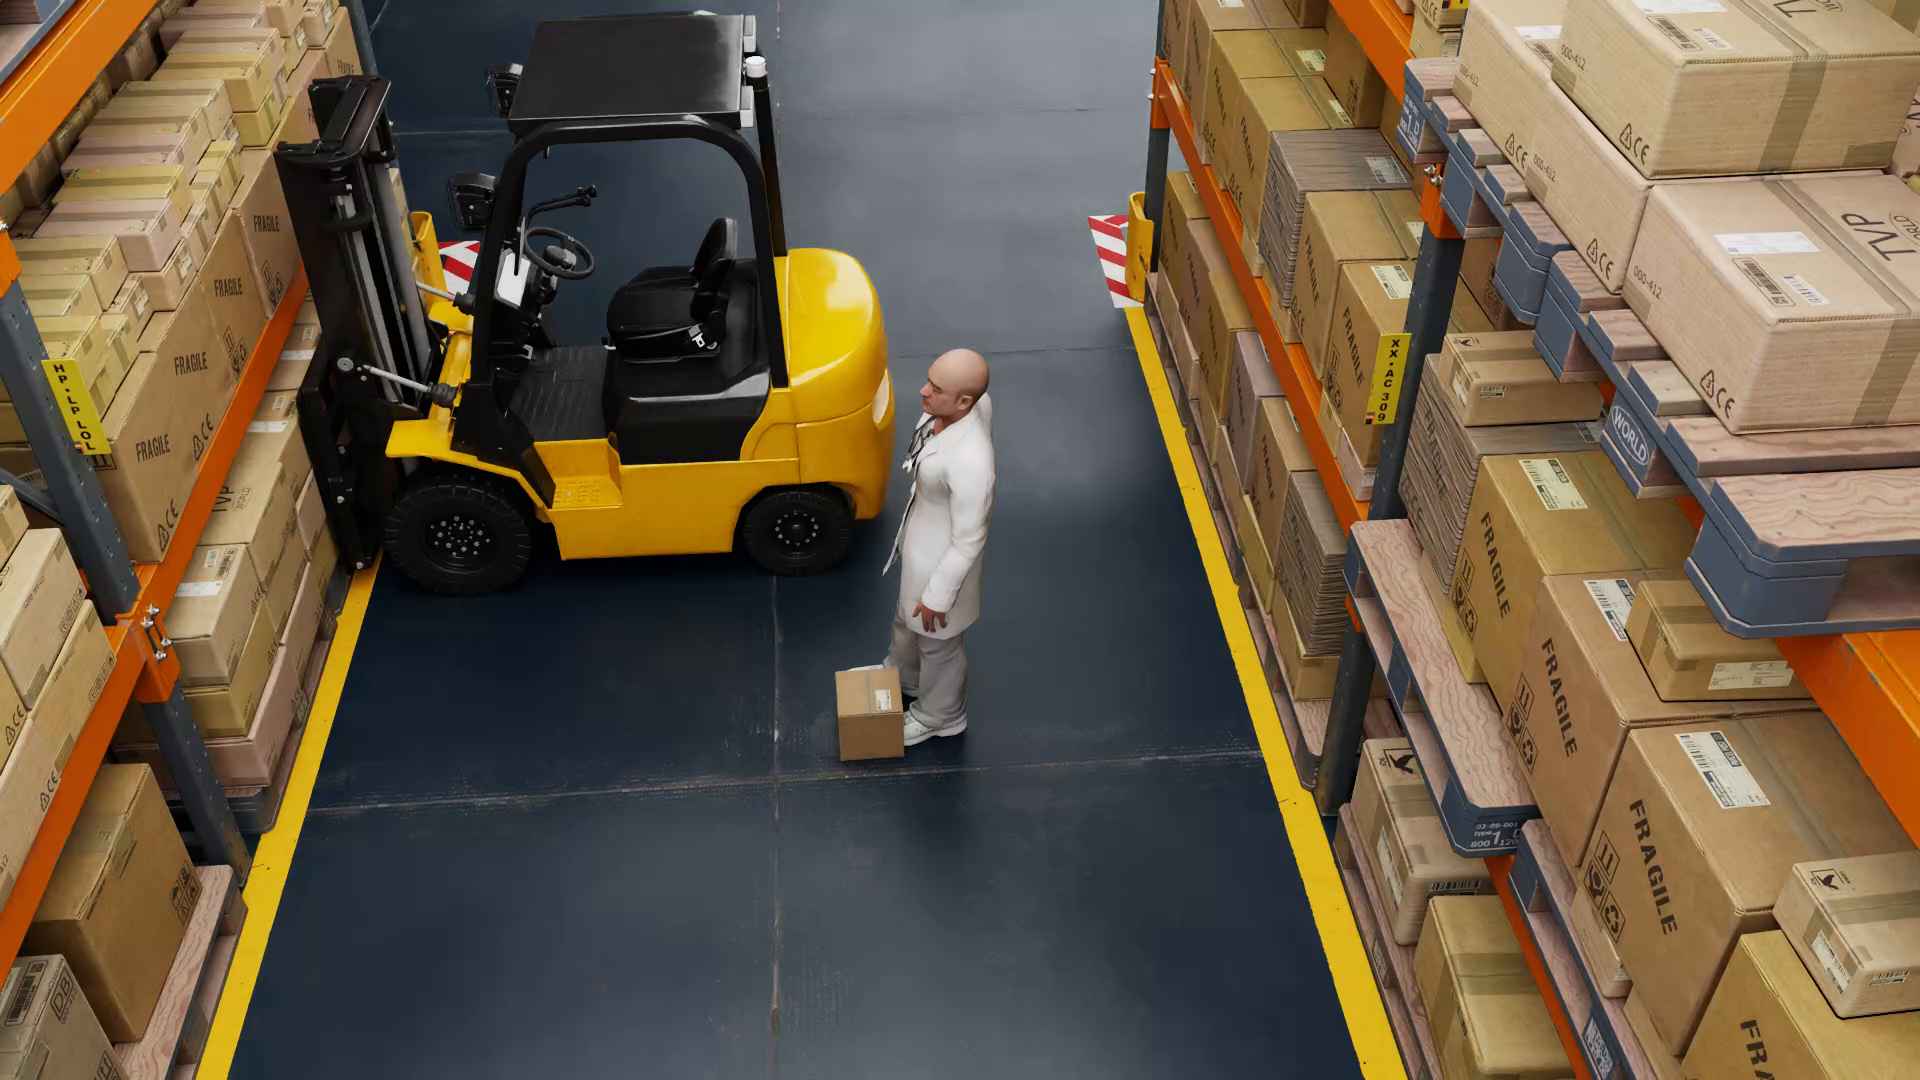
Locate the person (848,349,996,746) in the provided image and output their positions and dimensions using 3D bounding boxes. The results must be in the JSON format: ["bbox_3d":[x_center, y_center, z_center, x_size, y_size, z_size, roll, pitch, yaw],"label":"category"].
[{"bbox_3d":[-0.165,0.055,6.083,0.581,1.776,0.694,-3,39,-4],"label":"person"}]
